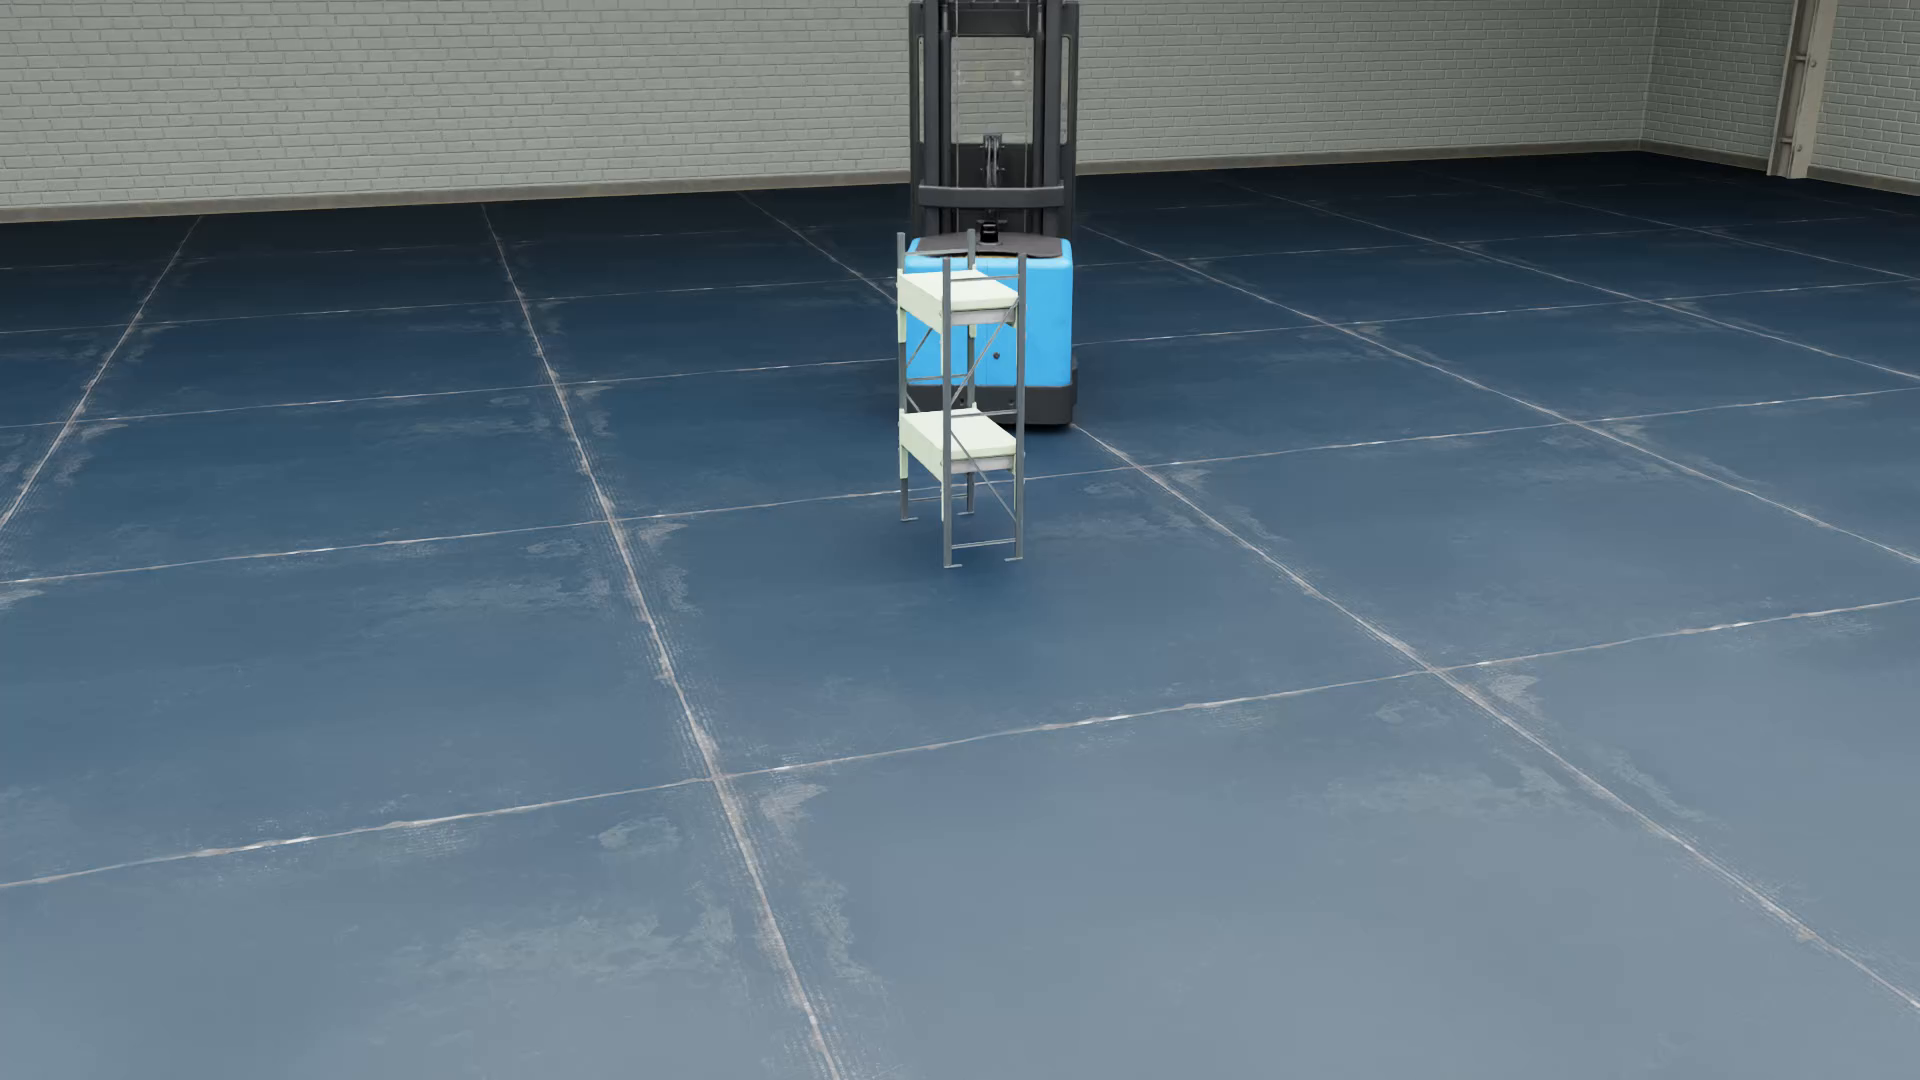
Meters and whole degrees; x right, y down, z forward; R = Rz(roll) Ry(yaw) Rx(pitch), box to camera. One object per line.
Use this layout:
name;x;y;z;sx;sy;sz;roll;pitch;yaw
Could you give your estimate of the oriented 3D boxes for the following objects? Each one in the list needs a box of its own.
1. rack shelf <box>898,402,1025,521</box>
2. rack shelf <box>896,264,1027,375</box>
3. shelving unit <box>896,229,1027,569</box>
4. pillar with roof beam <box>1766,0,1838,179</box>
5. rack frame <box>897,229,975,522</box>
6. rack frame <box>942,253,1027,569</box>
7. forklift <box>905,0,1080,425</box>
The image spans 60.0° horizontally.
rack shelf;-0.002;-0.401;8.279;0.431;0.370;0.720;-6;21;-17
rack shelf;-0.002;-1.075;8.037;0.431;0.370;0.720;-6;21;-17
shelving unit;-0.002;-0.708;8.169;0.431;1.500;0.755;-6;21;-17
pillar with roof beam;6.618;-8.486;18.730;9.100;9.000;0.400;-6;21;-17
rack frame;-0.117;-0.825;8.496;0.400;1.500;0.023;-6;21;-17
rack frame;0.113;-0.591;7.842;0.400;1.500;0.023;-6;21;-17
forklift;0.227;-2.534;11.135;1.130;2.935;3.031;1;20;2
